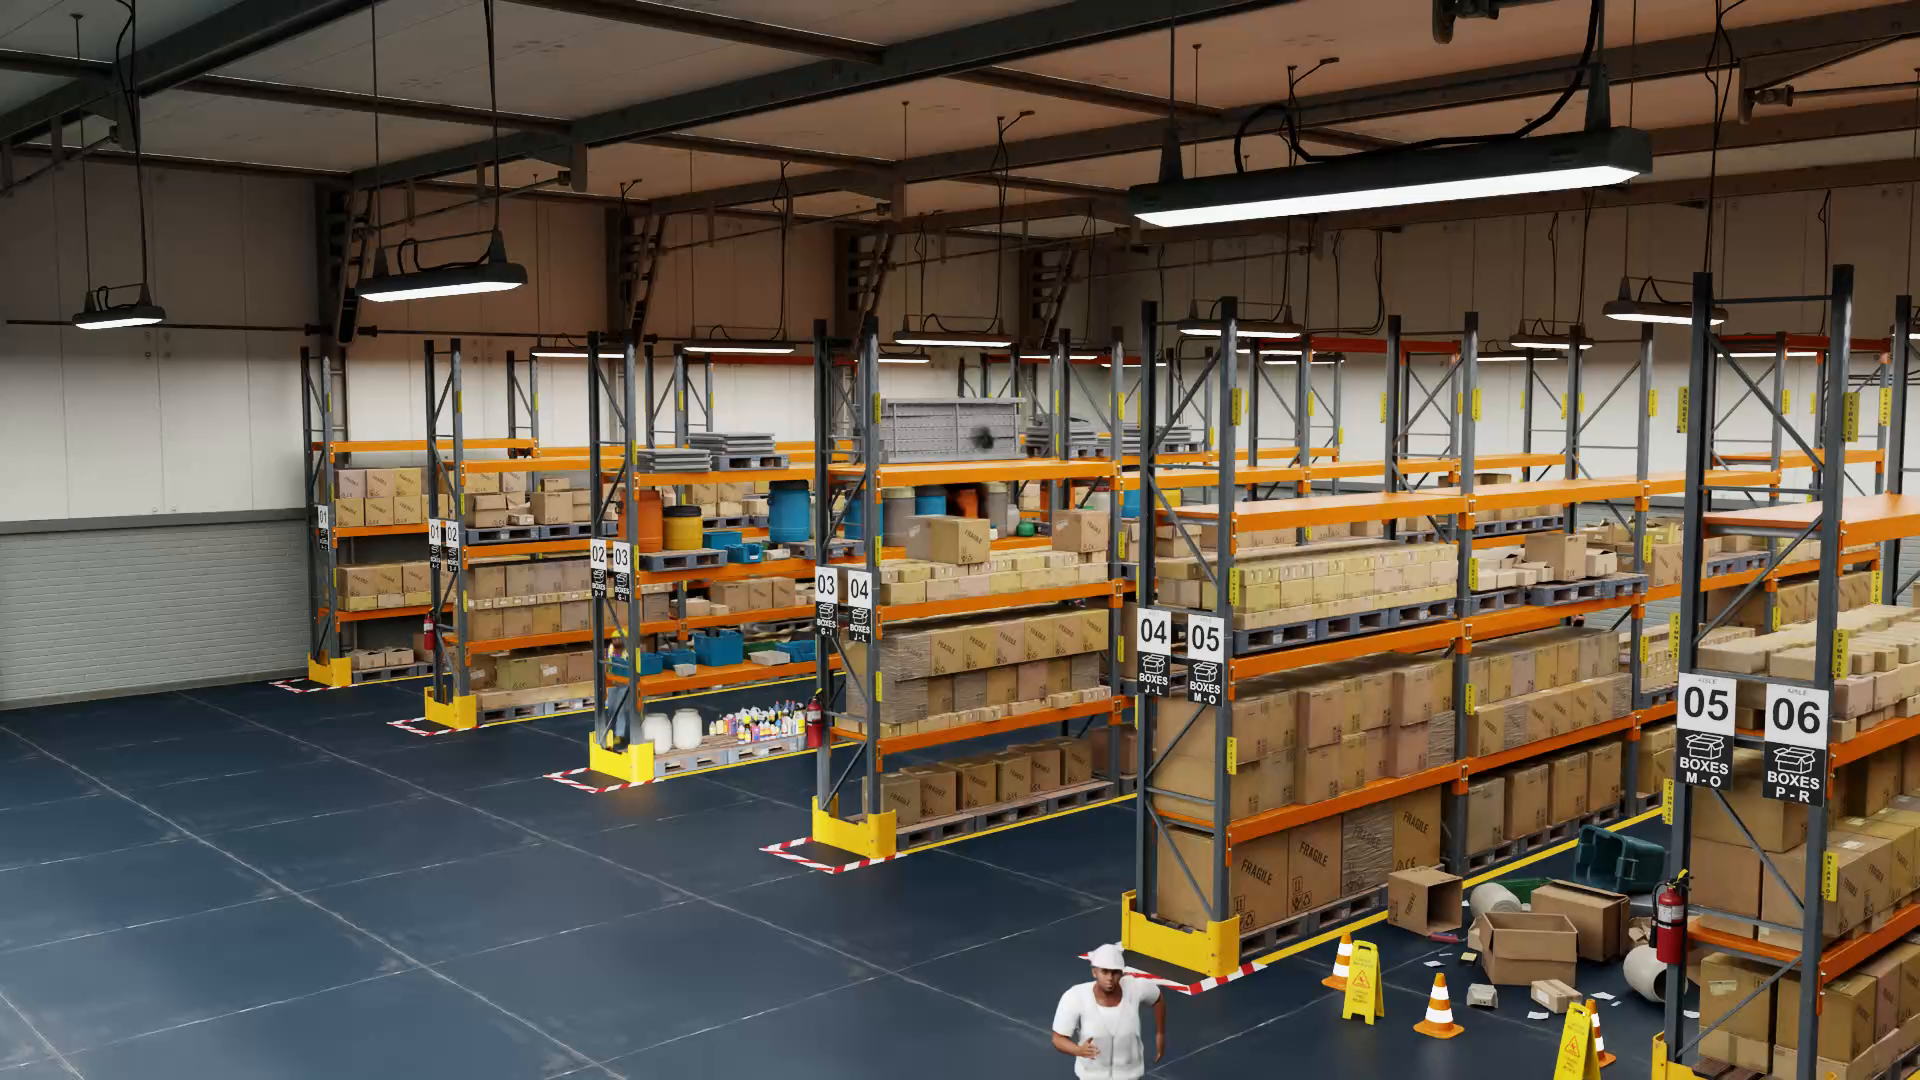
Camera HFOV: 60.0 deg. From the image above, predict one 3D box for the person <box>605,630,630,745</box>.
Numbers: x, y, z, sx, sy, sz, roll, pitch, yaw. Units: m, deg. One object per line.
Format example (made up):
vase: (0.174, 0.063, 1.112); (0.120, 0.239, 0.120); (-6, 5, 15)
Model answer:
person: (-5.003, 2.158, 24.697); (0.741, 1.717, 0.698); (3, 6, 28)

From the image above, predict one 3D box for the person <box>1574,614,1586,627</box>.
person: (11.319, 1.623, 30.682); (0.652, 1.672, 0.600); (-1, 5, -12)

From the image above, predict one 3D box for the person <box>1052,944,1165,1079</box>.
person: (0.936, 3.379, 10.437); (0.728, 1.795, 0.841); (0, 5, 1)

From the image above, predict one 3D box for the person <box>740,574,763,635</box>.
person: (-4.189, 1.438, 33.253); (0.662, 1.632, 0.512); (4, 6, 39)
